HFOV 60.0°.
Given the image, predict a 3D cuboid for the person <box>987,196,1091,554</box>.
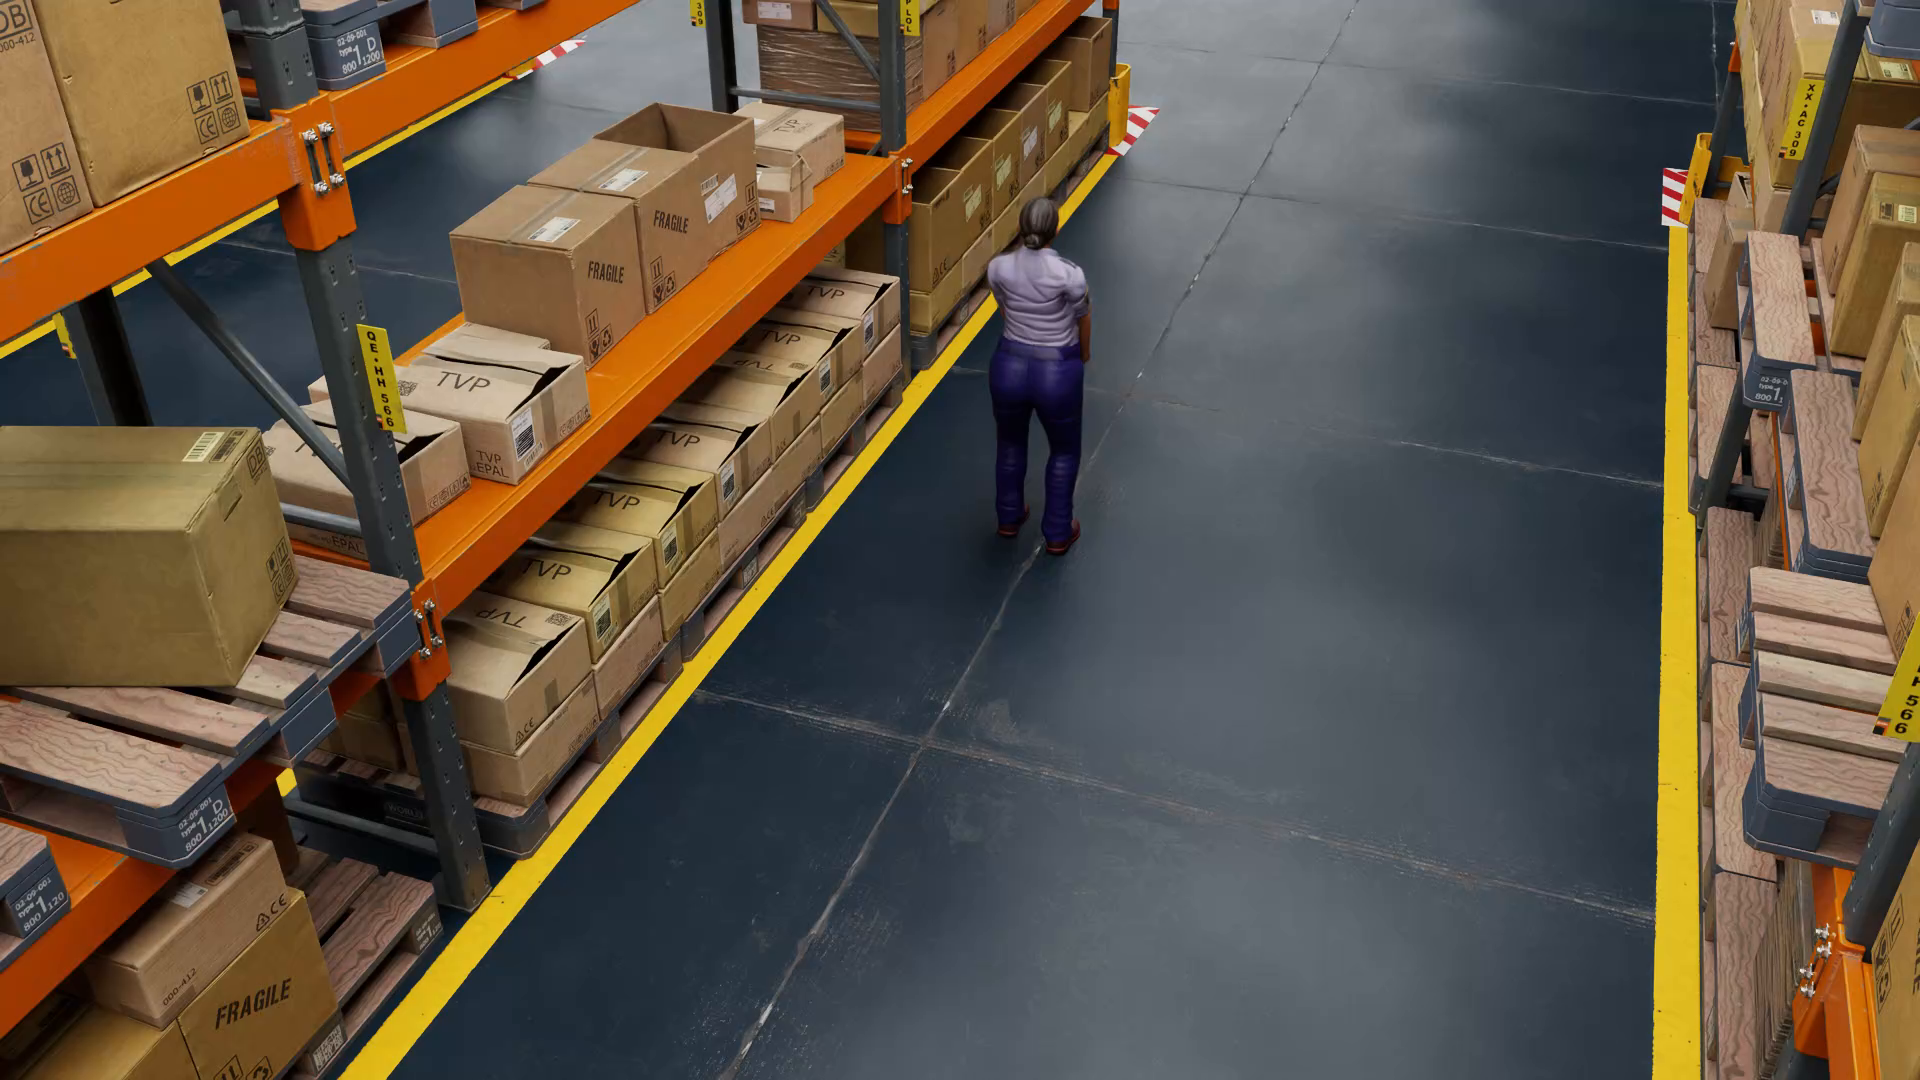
[{"bbox_3d":[0.352,-0.742,7.286,0.435,1.646,0.533,11,35,16],"label":"person"}]
